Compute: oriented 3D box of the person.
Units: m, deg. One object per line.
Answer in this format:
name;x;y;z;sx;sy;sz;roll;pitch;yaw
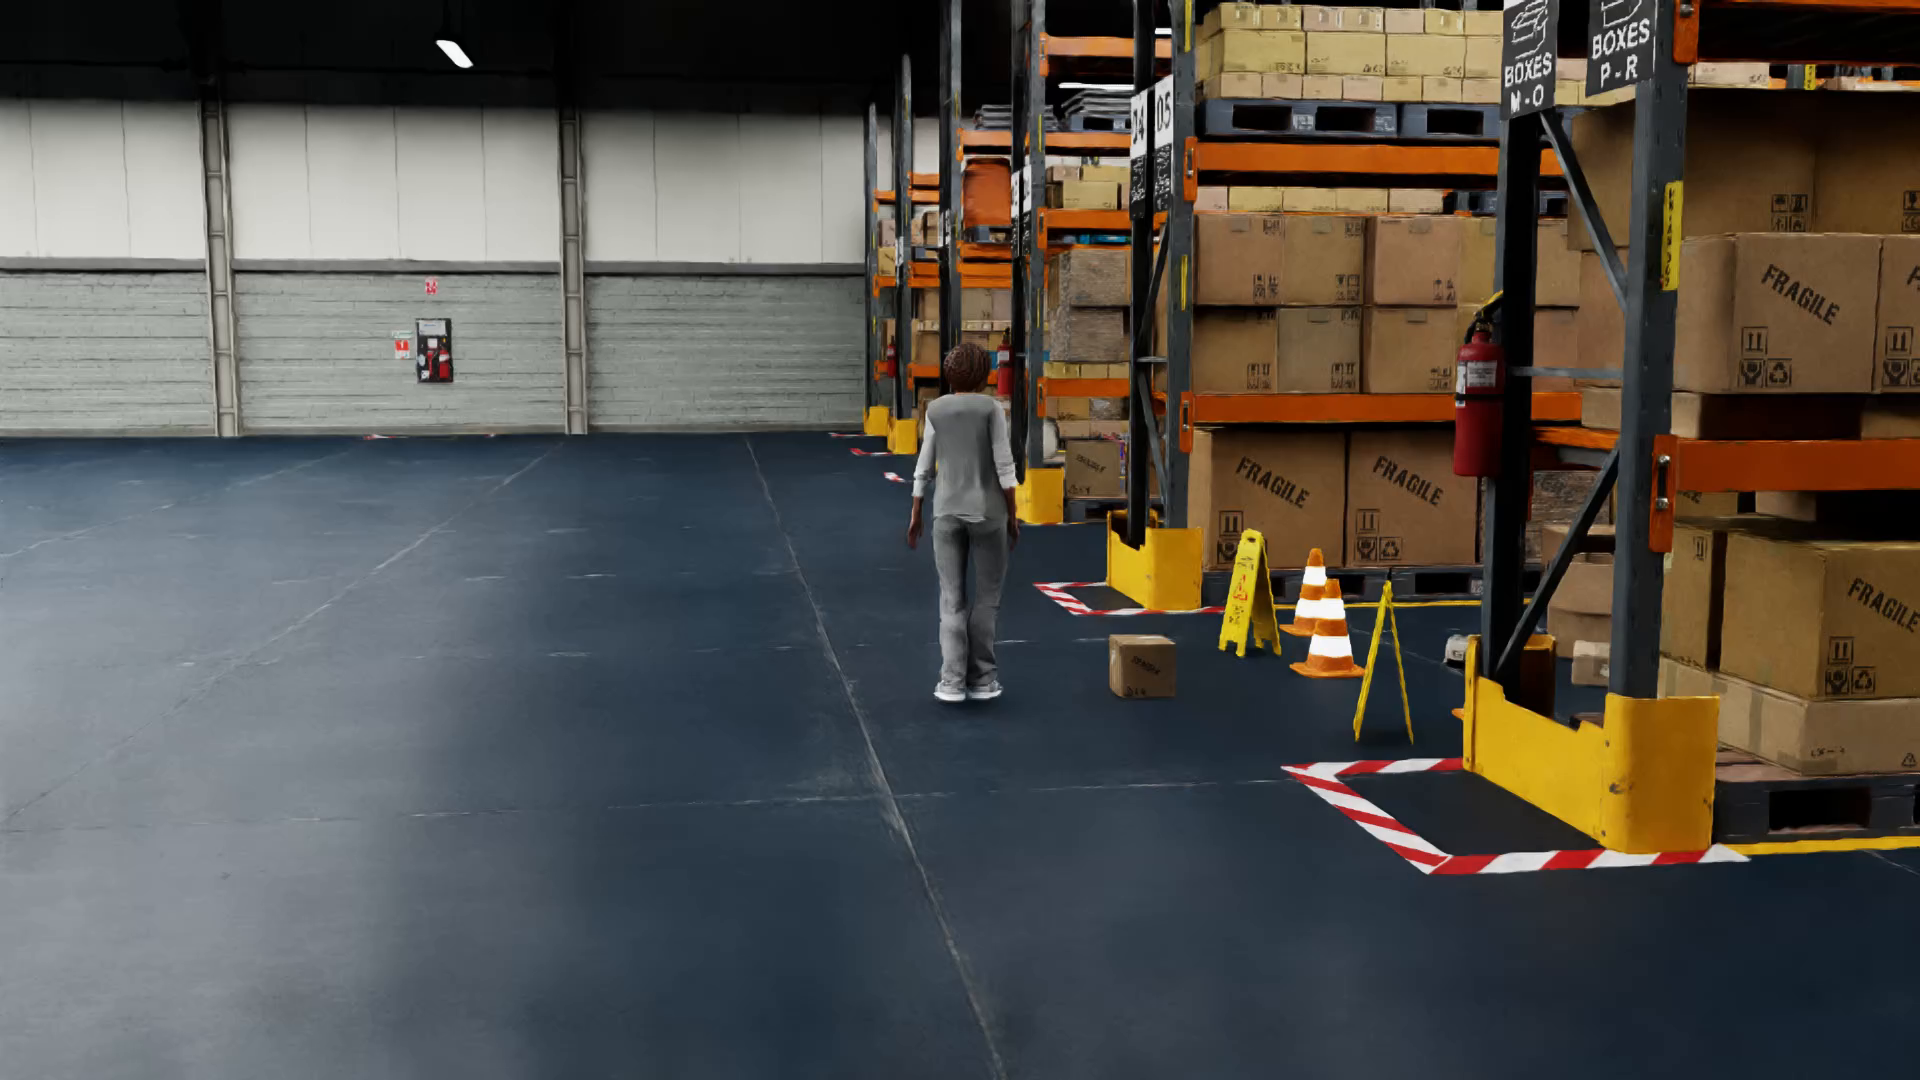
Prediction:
person;0.010;-0.080;7.408;0.513;1.602;0.345;2;7;14
